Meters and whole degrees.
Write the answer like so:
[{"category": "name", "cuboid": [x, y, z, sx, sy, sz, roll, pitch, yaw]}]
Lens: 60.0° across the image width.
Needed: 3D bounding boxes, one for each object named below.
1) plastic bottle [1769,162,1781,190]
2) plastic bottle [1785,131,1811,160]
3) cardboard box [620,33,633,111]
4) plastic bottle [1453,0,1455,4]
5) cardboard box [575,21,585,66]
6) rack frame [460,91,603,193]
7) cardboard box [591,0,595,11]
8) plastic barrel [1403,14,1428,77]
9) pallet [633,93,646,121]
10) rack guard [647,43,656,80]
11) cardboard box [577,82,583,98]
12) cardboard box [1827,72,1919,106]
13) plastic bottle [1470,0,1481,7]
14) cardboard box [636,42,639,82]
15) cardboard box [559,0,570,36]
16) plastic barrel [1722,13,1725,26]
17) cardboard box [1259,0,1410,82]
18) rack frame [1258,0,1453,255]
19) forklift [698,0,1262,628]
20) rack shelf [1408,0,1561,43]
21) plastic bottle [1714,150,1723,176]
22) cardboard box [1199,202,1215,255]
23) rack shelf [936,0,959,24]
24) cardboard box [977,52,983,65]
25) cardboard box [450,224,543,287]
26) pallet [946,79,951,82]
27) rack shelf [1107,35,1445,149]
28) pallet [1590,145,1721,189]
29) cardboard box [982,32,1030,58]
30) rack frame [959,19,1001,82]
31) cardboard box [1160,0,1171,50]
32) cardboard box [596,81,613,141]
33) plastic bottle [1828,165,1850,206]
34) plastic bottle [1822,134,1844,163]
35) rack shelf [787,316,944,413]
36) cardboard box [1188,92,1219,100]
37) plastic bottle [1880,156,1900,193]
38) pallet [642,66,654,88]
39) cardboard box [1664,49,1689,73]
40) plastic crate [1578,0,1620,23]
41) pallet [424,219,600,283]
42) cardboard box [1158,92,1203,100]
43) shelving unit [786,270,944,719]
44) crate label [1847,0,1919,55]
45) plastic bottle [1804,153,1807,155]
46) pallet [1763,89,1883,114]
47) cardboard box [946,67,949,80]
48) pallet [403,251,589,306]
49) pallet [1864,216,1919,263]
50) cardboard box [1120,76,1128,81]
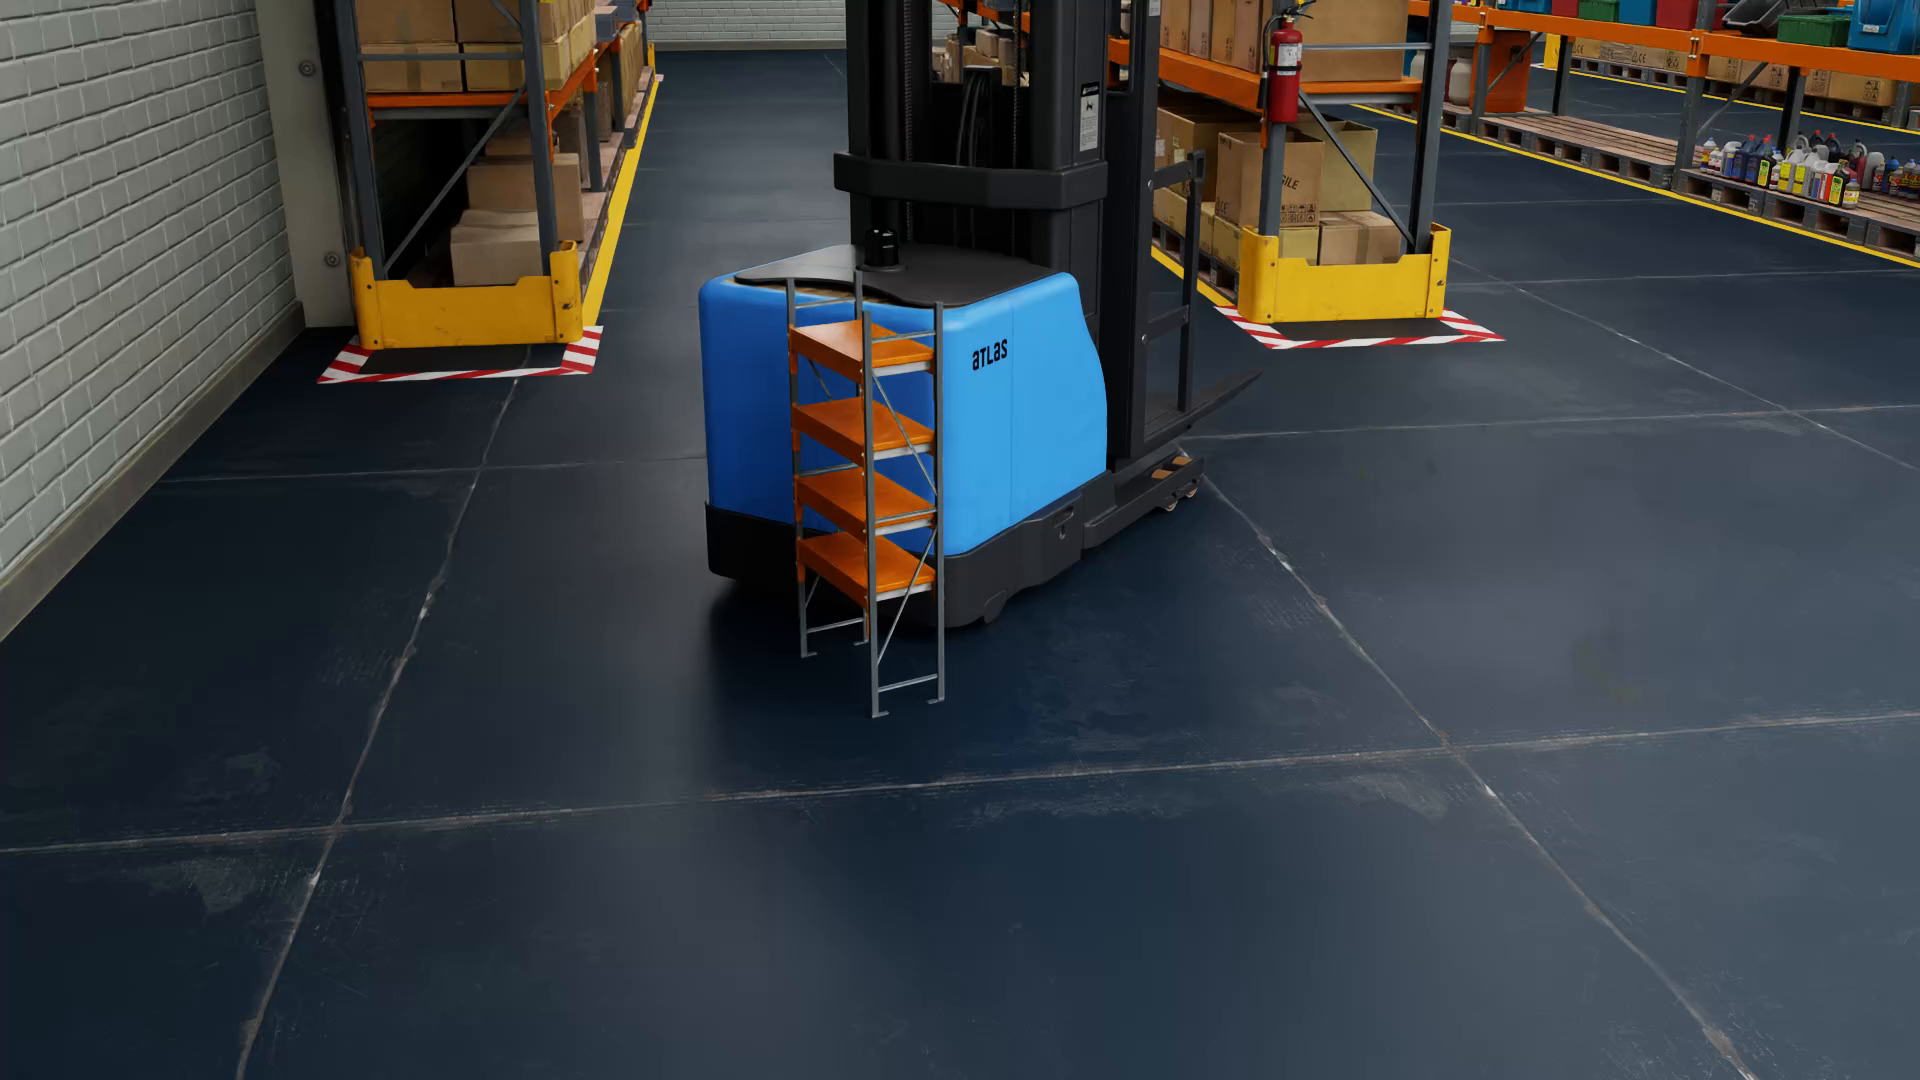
[{"category": "plastic bottle", "cuboid": [6.302, -2.806, 12.812, 0.097, 0.201, 0.097, 0, 20, 0]}, {"category": "plastic bottle", "cuboid": [6.787, -3.125, 13.453, 0.144, 0.351, 0.185, -3, 21, -8]}, {"category": "cardboard box", "cuboid": [-3.924, -5.015, 17.829, 0.750, 0.750, 0.750, -3, 21, -8]}, {"category": "plastic bottle", "cuboid": [5.435, -6.007, 18.196, 0.097, 0.271, 0.097, 0, 20, 0]}, {"category": "cardboard box", "cuboid": [-2.658, -3.146, 10.538, 0.500, 0.250, 0.500, -3, 21, -7]}, {"category": "rack frame", "cuboid": [-3.252, -3.876, 12.306, 1.000, 3.000, 0.127, -3, 21, -8]}, {"category": "cardboard box", "cuboid": [-2.878, -4.018, 11.801, 0.500, 0.500, 0.500, -3, 21, -8]}, {"category": "plastic barrel", "cuboid": [5.562, -5.925, 20.191, 0.600, 0.901, 0.708, -3, 21, -8]}, {"category": "pallet", "cuboid": [-4.219, -5.076, 19.505, 1.003, 0.211, 1.213, -3, 21, -8]}, {"category": "rack guard", "cuboid": [-4.985, -6.868, 23.890, 1.175, 0.500, 0.348, -3, 21, -8]}, {"category": "cardboard box", "cuboid": [-3.574, -4.022, 14.570, 0.500, 0.250, 0.500, -3, 21, -8]}, {"category": "cardboard box", "cuboid": [10.798, -5.452, 18.962, 1.225, 0.875, 0.875, -4, 21, -10]}, {"category": "plastic bottle", "cuboid": [5.495, -5.824, 17.690, 0.061, 0.283, 0.133, -3, 21, -8]}, {"category": "cardboard box", "cuboid": [-4.480, -6.110, 21.259, 0.700, 0.500, 0.500, -3, 21, -8]}, {"category": "cardboard box", "cuboid": [-2.508, -3.133, 9.432, 0.500, 0.500, 0.500, -3, 21, -8]}, {"category": "plastic barrel", "cuboid": [6.631, -4.781, 14.537, 0.433, 0.535, 0.433, 0, 20, 0]}, {"category": "cardboard box", "cuboid": [2.172, -2.951, 9.688, 0.700, 0.500, 0.500, -3, 21, -8]}, {"category": "rack frame", "cuboid": [2.226, -2.742, 9.271, 1.000, 3.000, 0.127, -3, 21, -8]}, {"category": "forklift", "cuboid": [0.325, -1.560, 6.203, 1.130, 2.935, 3.031, 12, 24, 29]}, {"category": "rack shelf", "cuboid": [5.687, -6.116, 19.332, 1.077, 0.370, 4.000, -3, 21, -8]}, {"category": "plastic bottle", "cuboid": [6.193, -3.068, 13.514, 0.097, 0.201, 0.097, 0, 20, 0]}, {"category": "cardboard box", "cuboid": [1.773, -1.994, 10.597, 0.500, 0.250, 0.500, -3, 21, -8]}, {"category": "rack shelf", "cuboid": [0.208, -7.252, 22.375, 1.077, 0.370, 4.000, -3, 21, -8]}, {"category": "cardboard box", "cuboid": [0.478, -5.395, 19.317, 0.500, 0.500, 0.500, -3, 21, -7]}, {"category": "cardboard box", "cuboid": [-2.686, -1.682, 9.645, 0.500, 0.311, 0.500, -5, 21, -14]}, {"category": "pallet", "cuboid": [0.398, -5.828, 21.519, 1.003, 0.211, 1.213, -3, 21, -8]}, {"category": "rack shelf", "cuboid": [1.938, -3.098, 11.251, 1.077, 0.370, 4.000, -3, 21, -8]}, {"category": "pallet", "cuboid": [6.400, -3.339, 14.855, 1.003, 0.211, 1.213, -3, 21, -8]}, {"category": "cardboard box", "cuboid": [0.542, -5.584, 18.751, 0.500, 0.250, 0.500, -3, 21, -9]}, {"category": "rack frame", "cuboid": [0.497, -6.897, 20.395, 1.000, 3.000, 0.127, -3, 21, -8]}, {"category": "cardboard box", "cuboid": [1.802, -3.838, 12.063, 0.700, 0.500, 0.500, -3, 21, -8]}, {"category": "cardboard box", "cuboid": [-3.673, -4.049, 15.714, 0.700, 0.500, 0.500, -3, 21, -7]}, {"category": "plastic bottle", "cuboid": [6.395, -2.577, 12.084, 0.061, 0.283, 0.133, -2, 21, -6]}, {"category": "plastic bottle", "cuboid": [6.958, -3.066, 13.295, 0.144, 0.351, 0.185, -4, 21, -10]}, {"category": "rack shelf", "cuboid": [-0.276, -0.509, 4.740, 0.258, 0.148, 0.480, -11, 23, -28]}, {"category": "cardboard box", "cuboid": [1.993, -3.064, 12.390, 0.500, 0.500, 0.500, -3, 21, -8]}, {"category": "plastic bottle", "cuboid": [7.082, -2.785, 12.658, 0.097, 0.271, 0.097, 0, 20, 0]}, {"category": "pallet", "cuboid": [-4.789, -6.451, 23.188, 1.003, 0.211, 1.213, -3, 21, -8]}, {"category": "cardboard box", "cuboid": [10.284, -6.829, 22.650, 0.875, 0.875, 0.875, -3, 21, -8]}, {"category": "plastic crate", "cuboid": [6.022, -4.865, 15.258, 0.450, 0.188, 0.662, -3, 21, -8]}, {"category": "pallet", "cuboid": [-2.941, -1.915, 11.043, 1.003, 0.211, 1.213, -3, 21, -8]}, {"category": "cardboard box", "cuboid": [1.487, -3.038, 12.320, 0.500, 0.500, 0.500, -3, 21, -8]}, {"category": "shelving unit", "cuboid": [-0.276, -0.141, 4.878, 0.258, 1.200, 0.503, -11, 23, -28]}, {"category": "crate label", "cuboid": [6.596, -3.631, 11.600, 0.502, 0.435, 0.616, -3, 21, -8]}, {"category": "plastic bottle", "cuboid": [6.489, -2.809, 12.714, 0.152, 0.276, 0.135, -3, 21, -8]}, {"category": "pallet", "cuboid": [10.665, -5.402, 20.378, 1.003, 0.211, 1.213, -3, 21, -8]}, {"category": "cardboard box", "cuboid": [0.020, -6.077, 21.646, 0.380, 0.149, 0.250, -3, 21, -8]}, {"category": "pallet", "cuboid": [-2.768, -1.494, 9.914, 1.003, 0.211, 1.213, -3, 21, -8]}, {"category": "pallet", "cuboid": [6.959, -1.990, 11.242, 1.003, 0.211, 1.213, -3, 21, -8]}, {"category": "cardboard box", "cuboid": [1.474, -4.335, 16.063, 0.500, 0.311, 0.500, -3, 21, -9]}]
